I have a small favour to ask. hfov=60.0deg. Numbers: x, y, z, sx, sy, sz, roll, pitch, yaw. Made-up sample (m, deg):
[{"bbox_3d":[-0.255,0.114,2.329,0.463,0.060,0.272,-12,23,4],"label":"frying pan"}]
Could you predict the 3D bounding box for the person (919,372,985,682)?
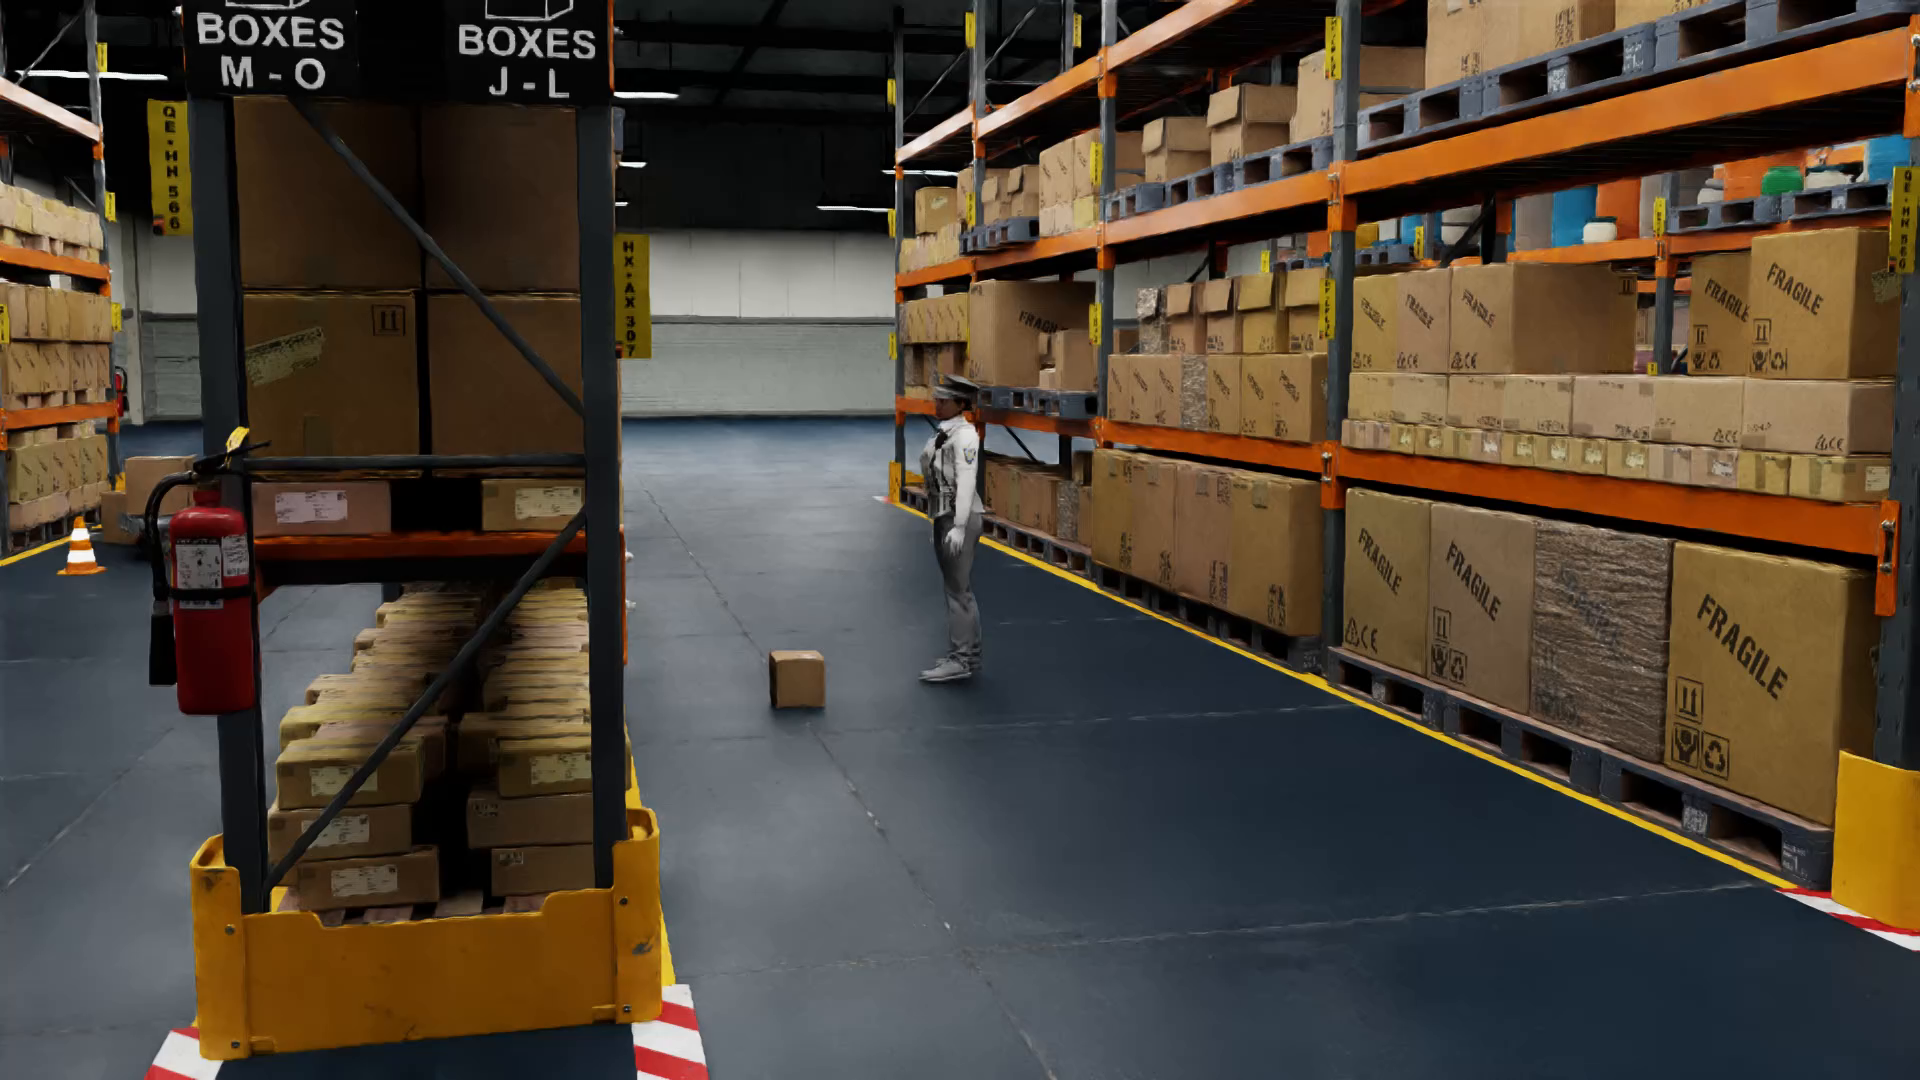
[{"bbox_3d":[-0.043,-0.076,9.139,0.423,1.683,0.603,-2,6,-16],"label":"person"}]
